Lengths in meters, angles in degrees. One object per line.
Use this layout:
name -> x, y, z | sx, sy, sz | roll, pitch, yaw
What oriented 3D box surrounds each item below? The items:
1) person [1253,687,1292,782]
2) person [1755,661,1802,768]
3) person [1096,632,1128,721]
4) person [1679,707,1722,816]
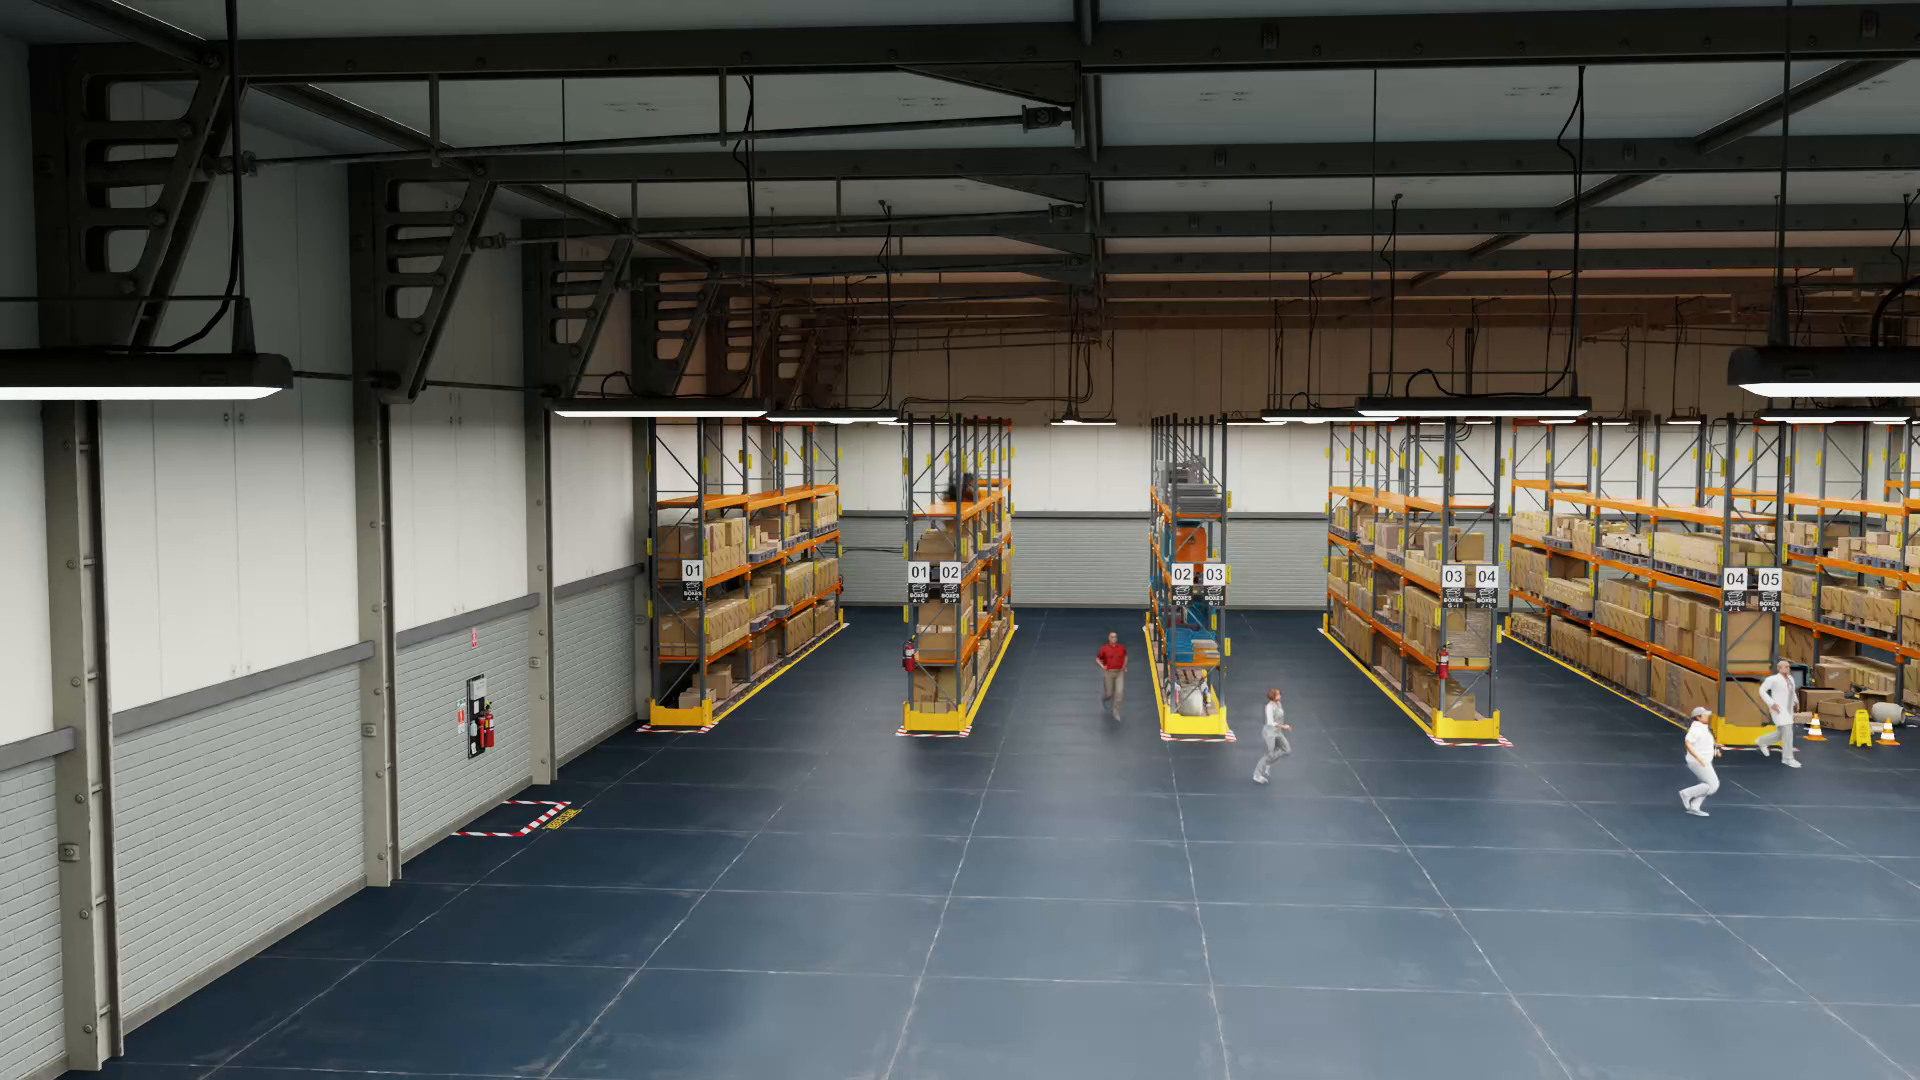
person -> 5.069, 3.139, 26.783 | 0.689, 1.553, 0.565 | 3, 5, 36
person -> 13.974, 2.935, 28.390 | 0.721, 1.778, 0.955 | -2, 4, -28
person -> 3.026, 2.677, 32.919 | 0.663, 1.711, 0.816 | -1, 4, -10
person -> 10.923, 3.267, 24.520 | 0.547, 1.624, 0.607 | 2, 4, 27
